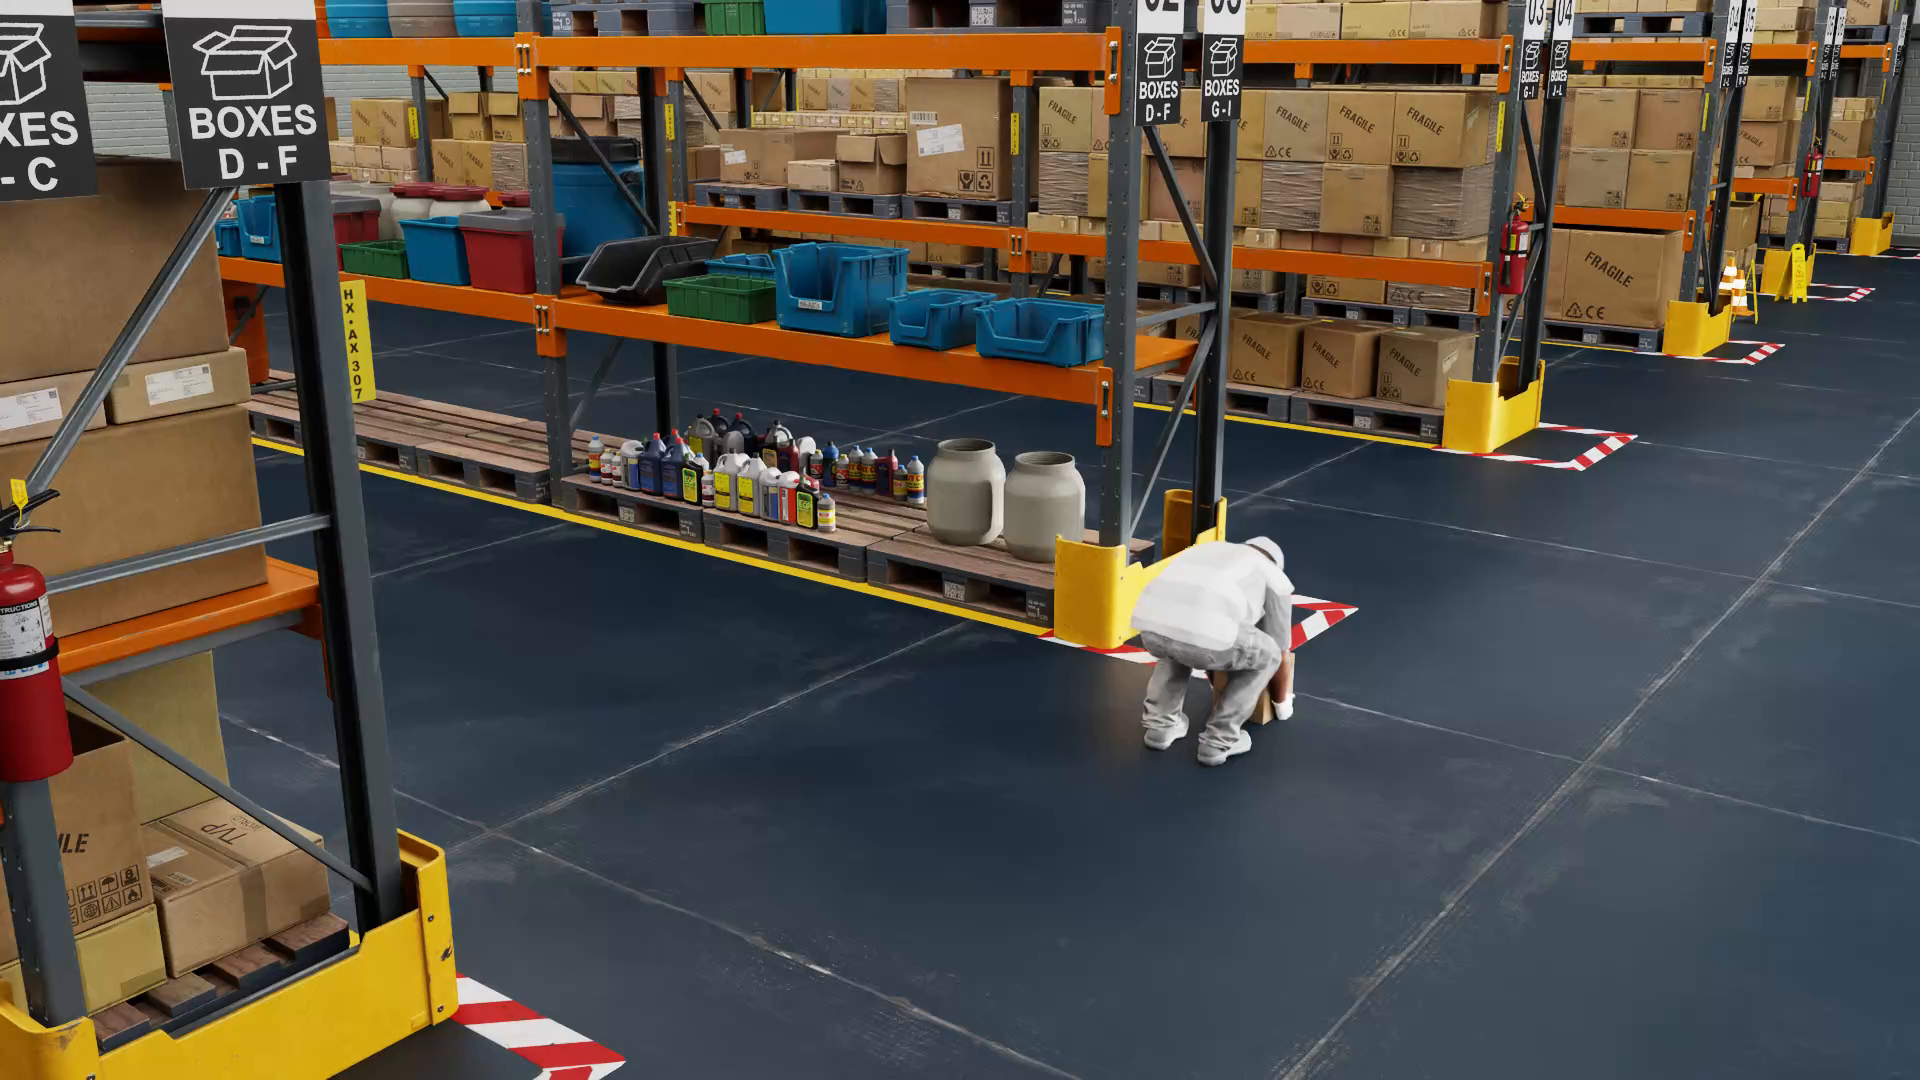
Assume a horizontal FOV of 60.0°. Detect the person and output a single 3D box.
[{"bbox_3d":[1.050,0.426,6.819,0.550,0.830,0.989,12,20,36],"label":"person"}]
